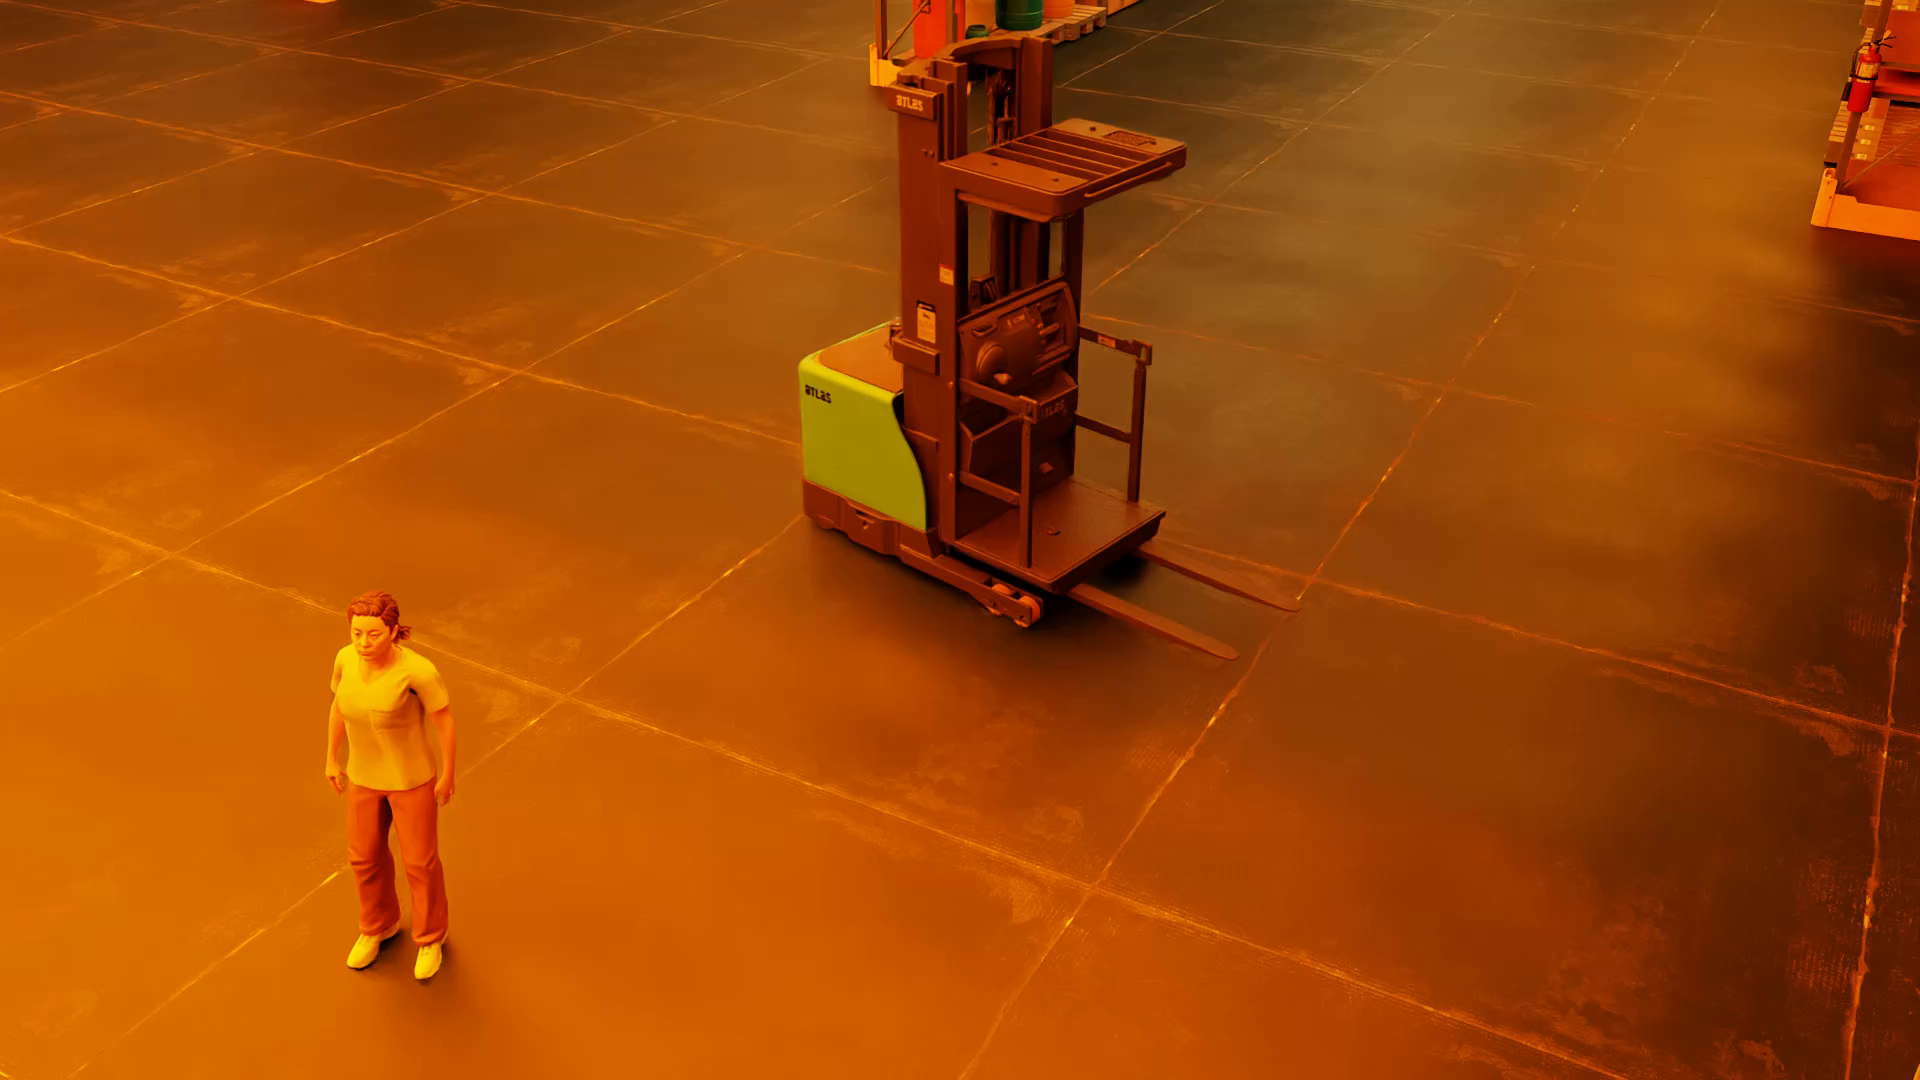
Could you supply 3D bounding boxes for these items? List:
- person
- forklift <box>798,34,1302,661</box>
[{"bbox_3d":[-2.284,0.979,6.650,0.538,1.680,0.482,6,31,10],"label":"person"},{"bbox_3d":[0.480,-1.088,8.956,3.031,2.935,1.130,24,38,35],"label":"forklift"}]
